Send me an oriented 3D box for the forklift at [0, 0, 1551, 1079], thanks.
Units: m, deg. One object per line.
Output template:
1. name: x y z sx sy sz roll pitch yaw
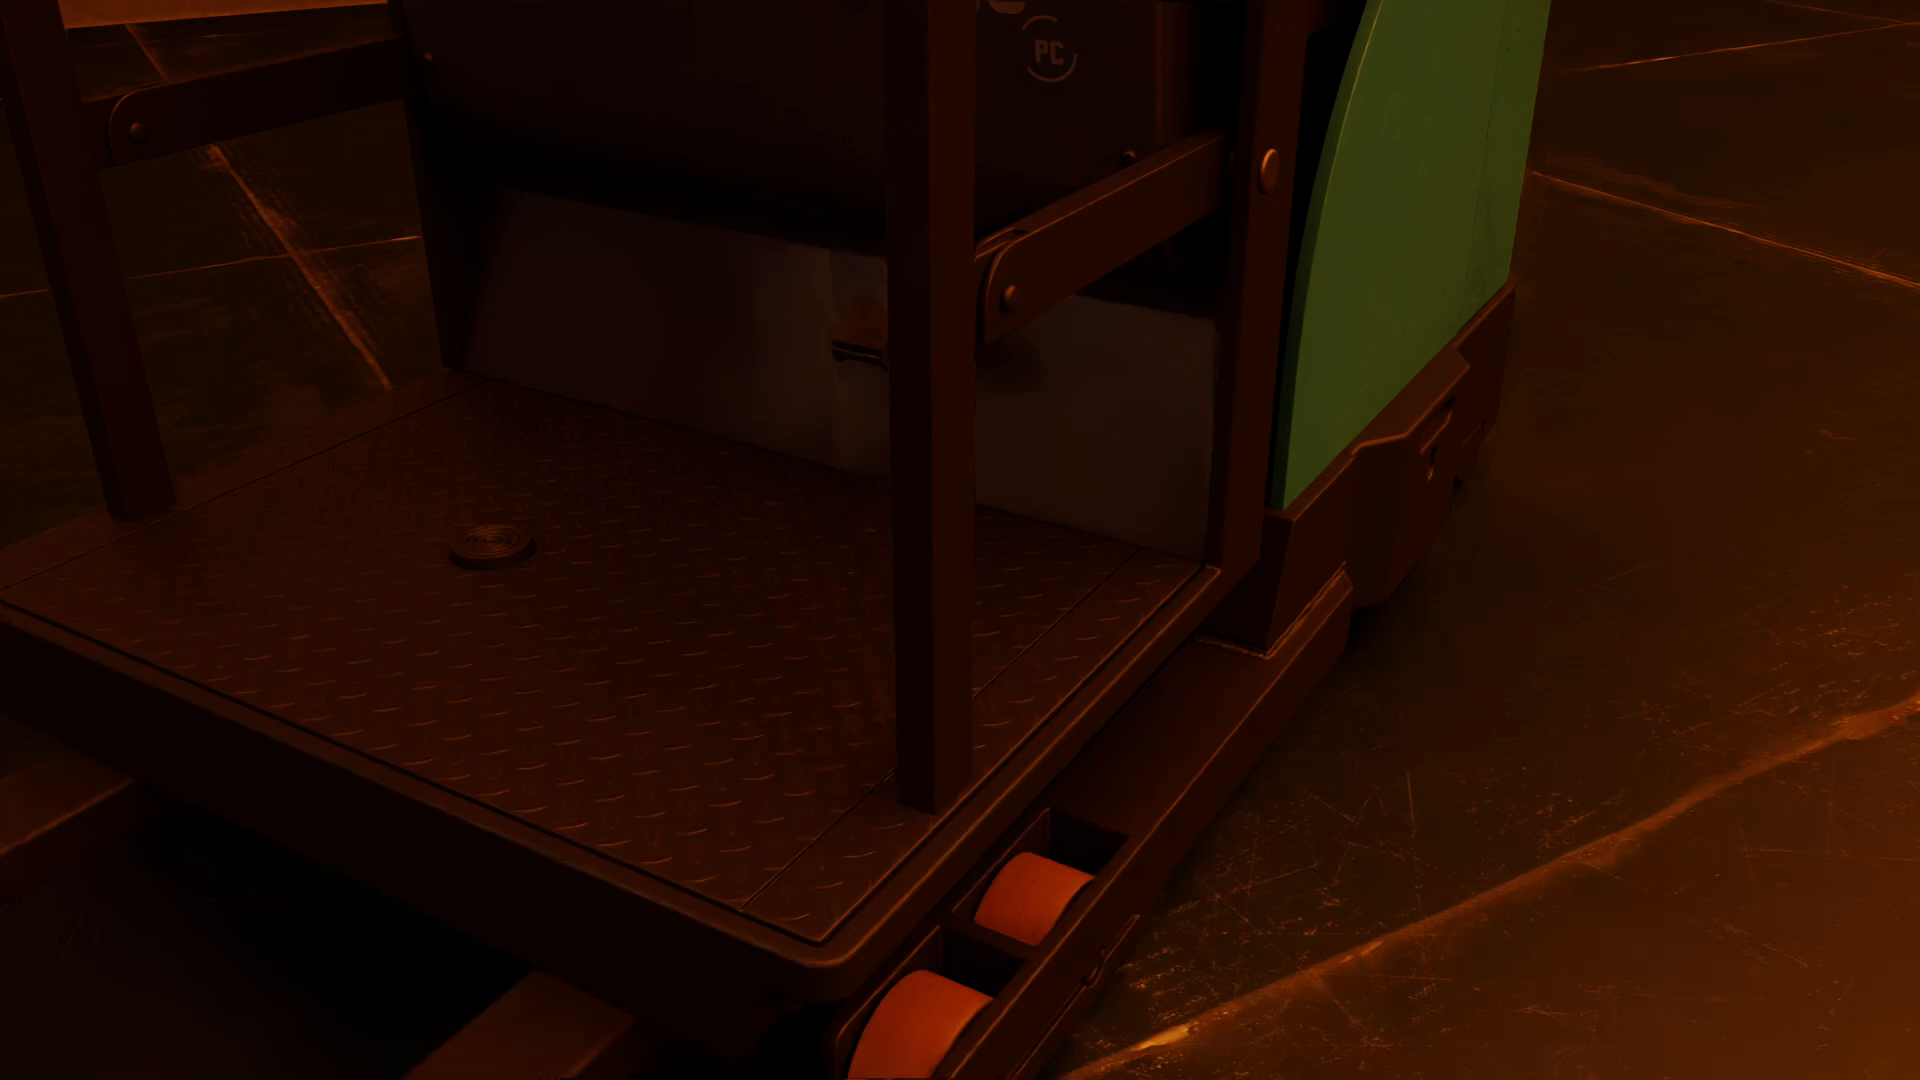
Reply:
1. forklift: -0.308 -1.004 1.240 1.130 2.935 3.031 15 31 27
